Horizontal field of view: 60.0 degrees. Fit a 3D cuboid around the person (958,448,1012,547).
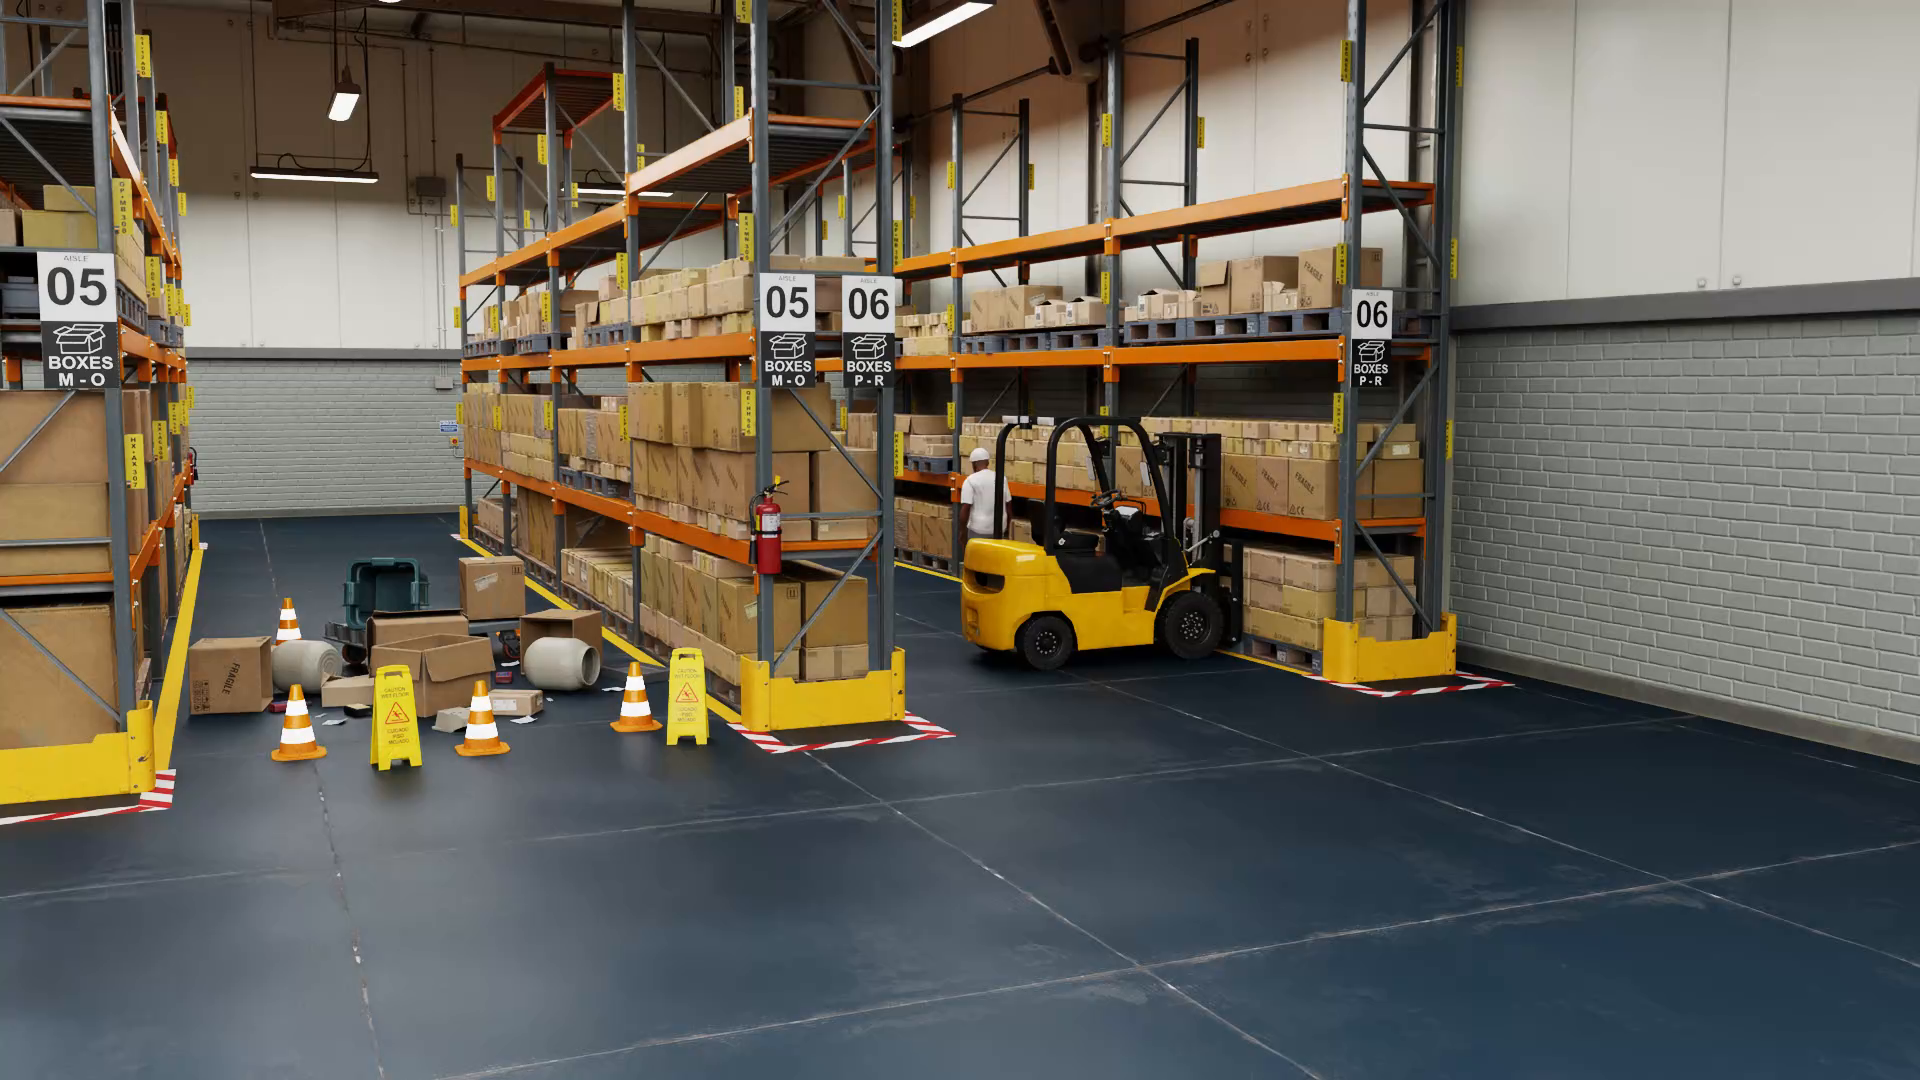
[{"bbox_3d":[0.262,-0.109,17.832,0.635,1.760,0.458,-3,6,-27],"label":"person"}]
